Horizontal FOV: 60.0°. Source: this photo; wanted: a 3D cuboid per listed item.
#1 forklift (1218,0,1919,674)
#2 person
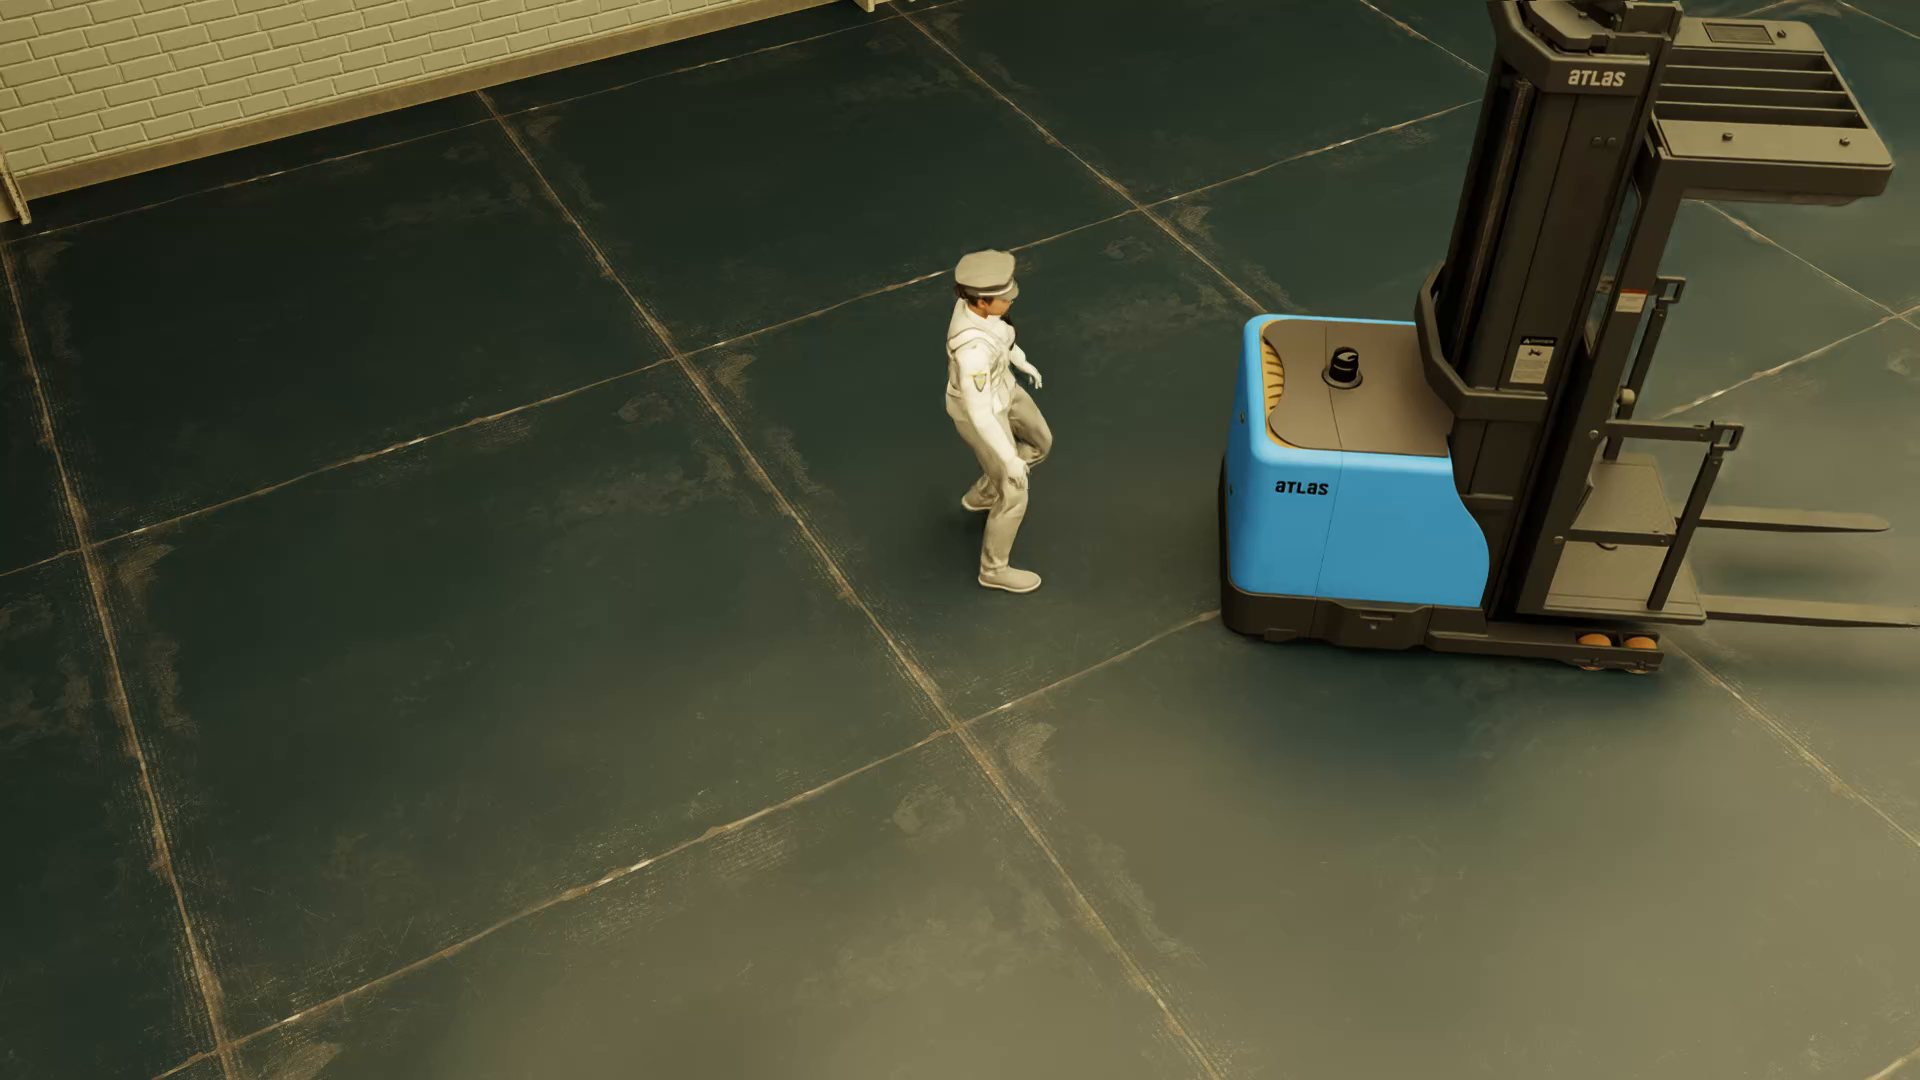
[{"bbox_3d":[2.711,-0.875,6.642,3.031,2.935,1.130,4,43,4],"label":"forklift"},{"bbox_3d":[0.179,-0.559,7.295,0.498,1.569,0.687,9,44,9],"label":"person"}]
